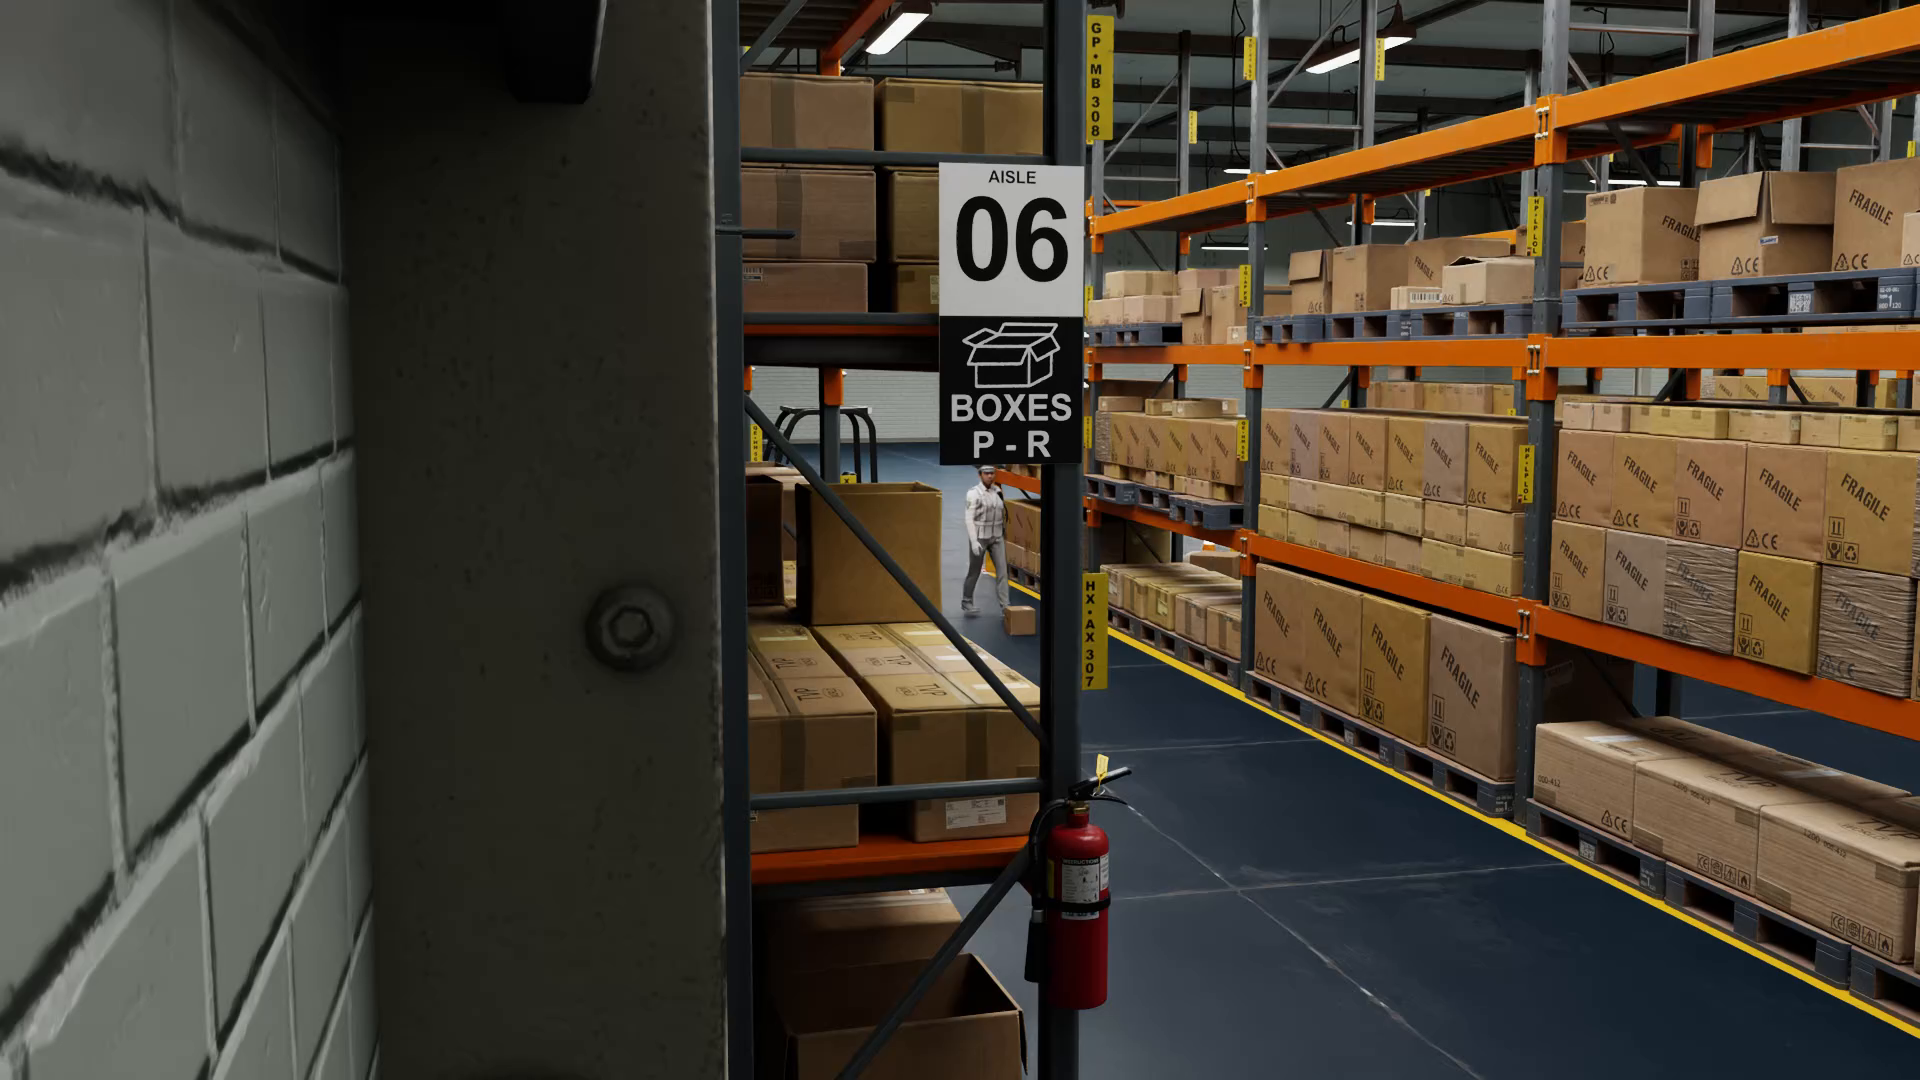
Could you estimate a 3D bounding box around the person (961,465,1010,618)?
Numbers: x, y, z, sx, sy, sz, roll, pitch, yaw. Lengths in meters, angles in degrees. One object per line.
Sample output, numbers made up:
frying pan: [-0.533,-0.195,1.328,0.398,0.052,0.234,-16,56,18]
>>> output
person: [0.281,-0.020,17.202,0.514,1.641,0.905,-4,7,-30]
